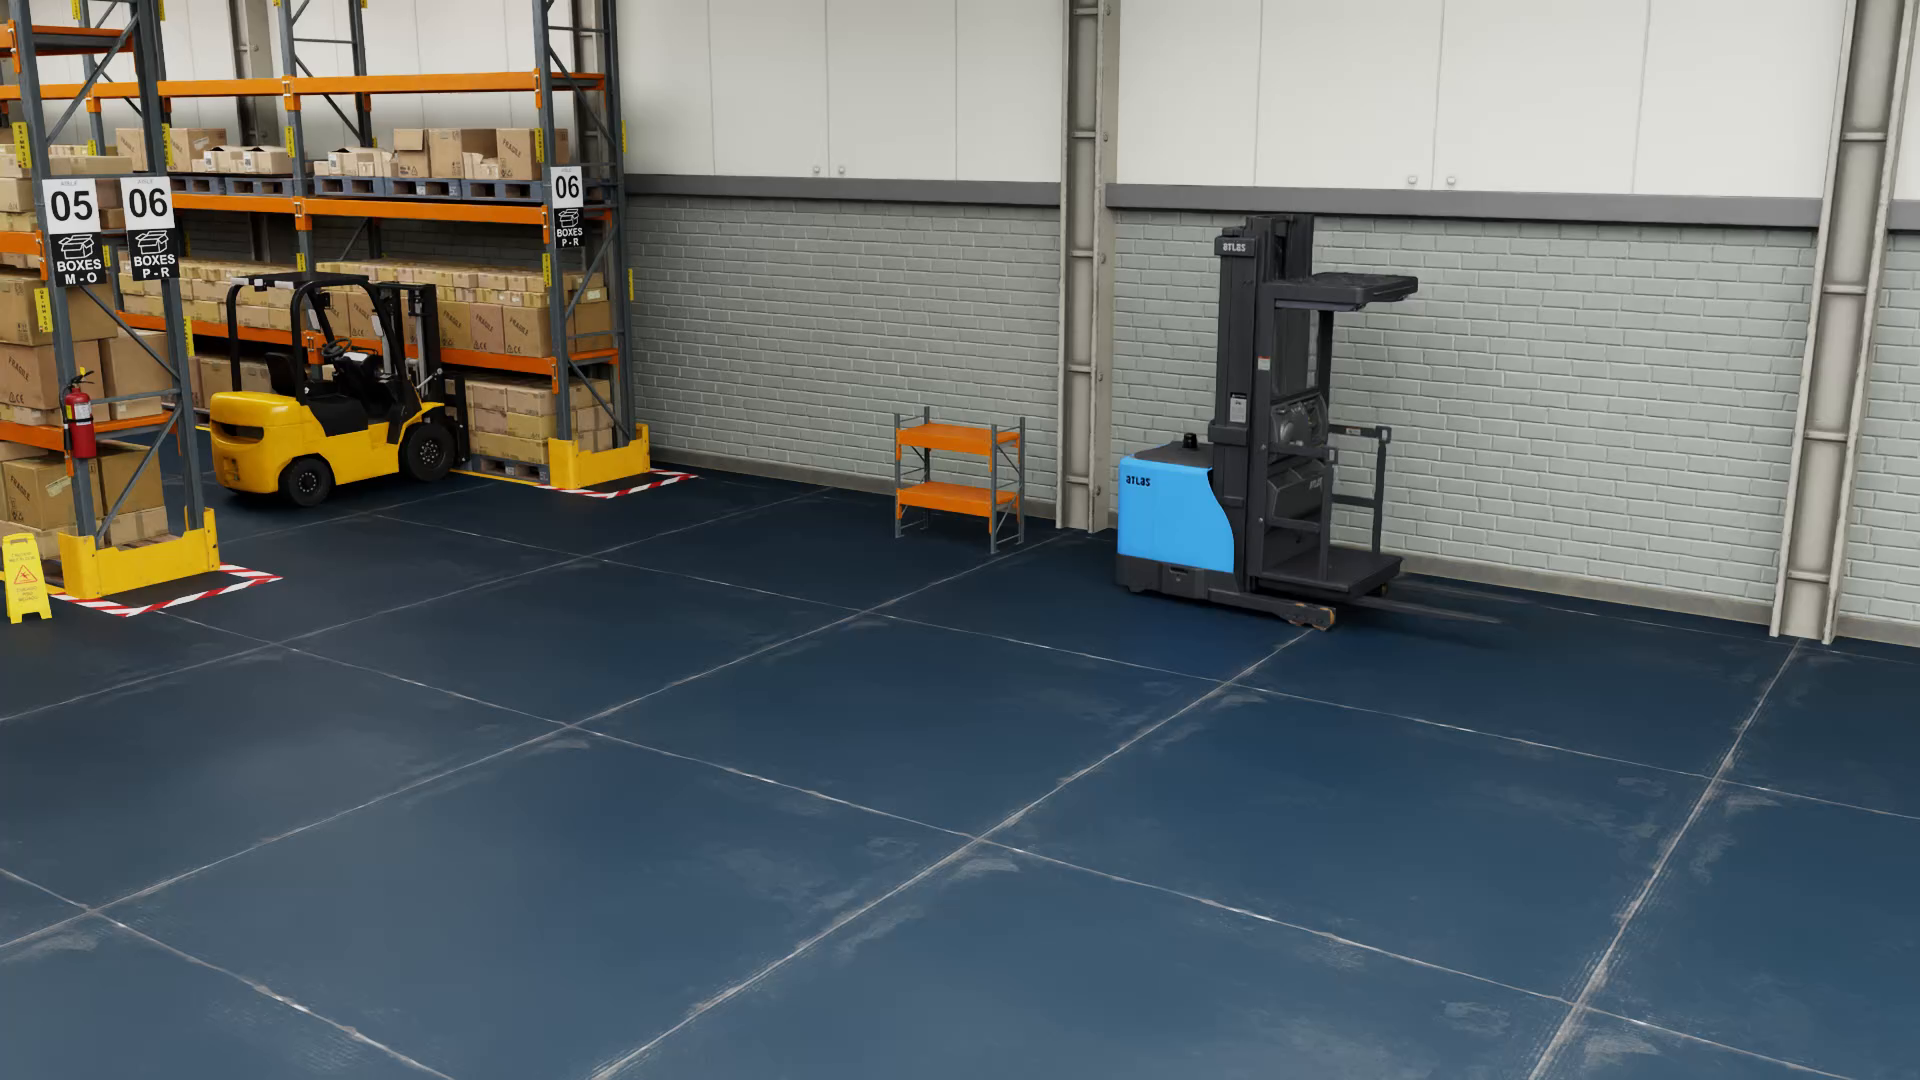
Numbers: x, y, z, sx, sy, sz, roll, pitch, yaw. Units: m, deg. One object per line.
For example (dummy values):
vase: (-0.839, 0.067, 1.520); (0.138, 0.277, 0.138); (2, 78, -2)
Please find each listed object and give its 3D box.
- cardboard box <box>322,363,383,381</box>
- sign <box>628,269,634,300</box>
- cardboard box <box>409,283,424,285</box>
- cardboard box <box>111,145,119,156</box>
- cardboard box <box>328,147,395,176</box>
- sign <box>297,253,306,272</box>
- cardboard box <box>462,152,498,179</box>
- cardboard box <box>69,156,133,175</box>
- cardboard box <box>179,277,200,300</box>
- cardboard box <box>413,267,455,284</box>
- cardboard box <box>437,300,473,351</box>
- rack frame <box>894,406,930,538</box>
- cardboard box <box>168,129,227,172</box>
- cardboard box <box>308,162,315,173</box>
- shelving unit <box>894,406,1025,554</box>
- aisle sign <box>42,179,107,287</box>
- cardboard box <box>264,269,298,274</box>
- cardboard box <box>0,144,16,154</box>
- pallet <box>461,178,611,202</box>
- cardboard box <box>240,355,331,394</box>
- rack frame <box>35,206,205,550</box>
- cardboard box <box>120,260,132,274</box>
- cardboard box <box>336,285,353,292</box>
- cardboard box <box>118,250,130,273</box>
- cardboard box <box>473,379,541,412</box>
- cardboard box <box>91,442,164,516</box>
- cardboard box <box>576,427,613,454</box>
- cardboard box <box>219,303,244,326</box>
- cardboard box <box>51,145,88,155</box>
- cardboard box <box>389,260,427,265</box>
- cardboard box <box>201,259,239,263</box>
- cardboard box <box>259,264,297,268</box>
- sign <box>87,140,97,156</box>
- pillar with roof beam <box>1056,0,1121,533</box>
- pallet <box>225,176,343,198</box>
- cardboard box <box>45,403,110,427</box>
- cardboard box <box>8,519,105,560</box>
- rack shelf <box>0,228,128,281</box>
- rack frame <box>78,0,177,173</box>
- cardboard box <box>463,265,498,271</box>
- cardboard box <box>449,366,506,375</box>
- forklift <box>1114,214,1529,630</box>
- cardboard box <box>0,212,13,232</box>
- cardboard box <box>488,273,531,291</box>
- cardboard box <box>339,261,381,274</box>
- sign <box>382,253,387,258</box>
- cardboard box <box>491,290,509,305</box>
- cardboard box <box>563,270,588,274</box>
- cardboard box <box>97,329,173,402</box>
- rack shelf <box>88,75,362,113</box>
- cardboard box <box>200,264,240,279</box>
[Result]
cardboard box: (-6.871, -1.869, 18.897); (0.500, 0.250, 0.500); (9, 16, 32)
sign: (-3.463, -2.674, 17.416); (0.005, 0.325, 0.100); (9, 17, 33)
cardboard box: (-5.707, -2.699, 17.924); (0.250, 0.149, 0.380); (9, 16, 32)
cardboard box: (-10.762, -5.044, 21.577); (0.250, 0.149, 0.380); (9, 17, 33)
cardboard box: (-6.543, -4.147, 18.193); (0.500, 0.311, 0.500); (10, 17, 34)
sign: (-7.392, -3.056, 18.681); (0.005, 0.325, 0.100); (9, 17, 33)
cardboard box: (-4.845, -3.833, 17.020); (0.258, 0.266, 0.396); (9, 17, 33)
cardboard box: (-6.726, -2.925, 13.016); (0.250, 0.149, 0.380); (9, 17, 32)
cardboard box: (-9.345, -3.099, 20.370); (0.500, 0.250, 0.500); (9, 16, 31)
cardboard box: (-5.668, -2.861, 17.960); (0.250, 0.149, 0.380); (9, 17, 33)
cardboard box: (-5.184, -2.308, 17.694); (0.500, 0.500, 0.500); (9, 16, 32)
rack frame: (-0.427, -0.615, 14.967); (0.032, 1.125, 0.500); (9, 17, 33)
cardboard box: (-9.106, -4.653, 19.844); (0.500, 0.500, 0.500); (10, 17, 34)
cardboard box: (-7.692, -4.381, 19.478); (0.250, 0.149, 0.380); (9, 17, 33)
shelving unit: (-0.006, -0.547, 14.692); (1.048, 1.125, 0.538); (9, 17, 33)
aisle sign: (-6.656, -2.311, 12.506); (0.004, 0.787, 0.394); (9, 17, 33)
cardboard box: (-7.902, -3.081, 19.469); (0.250, 0.149, 0.380); (9, 17, 33)
cardboard box: (-12.422, -5.123, 21.856); (0.250, 0.149, 0.380); (9, 17, 33)
pallet: (-4.350, -3.618, 17.140); (1.213, 0.211, 1.003); (9, 17, 33)
cardboard box: (-8.176, -1.866, 20.188); (0.625, 0.625, 0.875); (9, 17, 32)
rack frame: (-6.545, -1.115, 13.085); (0.127, 3.000, 1.000); (9, 17, 33)
cardboard box: (-10.316, -3.440, 20.920); (0.250, 0.149, 0.380); (10, 17, 34)
cardboard box: (-6.764, -2.876, 18.639); (0.250, 0.149, 0.380); (10, 17, 34)
cardboard box: (-10.756, -3.531, 21.762); (0.500, 0.500, 0.500); (10, 17, 35)
cardboard box: (-4.761, -1.527, 17.515); (0.500, 0.250, 0.500); (10, 17, 34)
cardboard box: (-7.080, -0.515, 13.947); (0.500, 0.500, 0.500); (9, 16, 31)
cardboard box: (-4.076, -1.079, 17.789); (0.500, 0.250, 0.500); (9, 17, 33)
cardboard box: (-8.476, -2.723, 19.894); (0.500, 0.250, 0.500); (9, 17, 33)
cardboard box: (-11.462, -5.011, 21.444); (0.250, 0.149, 0.380); (9, 16, 32)
cardboard box: (-6.251, -3.092, 18.895); (0.250, 0.149, 0.380); (9, 17, 32)
cardboard box: (-9.330, -3.460, 20.998); (0.250, 0.149, 0.380); (9, 16, 32)
cardboard box: (-8.297, -3.277, 20.259); (0.250, 0.149, 0.380); (9, 17, 32)
sign: (-10.721, -4.777, 20.561); (0.005, 0.325, 0.100); (9, 17, 33)
pillar with roof beam: (-1.277, -3.627, 10.750); (0.400, 9.000, 9.100); (9, 17, 33)
pallet: (-7.836, -4.121, 19.382); (1.217, 0.209, 0.805); (8, 16, 31)
cardboard box: (-6.975, -1.001, 13.146); (0.250, 0.149, 0.380); (10, 17, 35)
cardboard box: (-7.386, -0.042, 13.600); (0.500, 0.250, 0.500); (9, 17, 33)
rack shelf: (-8.205, -2.490, 13.895); (4.000, 0.370, 1.077); (9, 17, 33)
rack frame: (-10.416, -6.090, 20.699); (0.127, 3.000, 1.000); (9, 17, 33)
cardboard box: (-5.205, -2.914, 18.175); (0.250, 0.149, 0.380); (9, 17, 33)
cardboard box: (-5.318, -1.768, 18.489); (0.500, 0.250, 0.500); (9, 16, 32)
forklift: (2.719, -0.908, 12.392); (3.031, 2.935, 1.130); (10, 17, 35)
cardboard box: (-7.222, -2.468, 12.832); (0.250, 0.149, 0.380); (9, 17, 33)
cardboard box: (-4.647, -2.676, 17.213); (0.250, 0.149, 0.380); (10, 17, 34)
cardboard box: (-6.721, -3.034, 18.660); (0.250, 0.149, 0.380); (9, 17, 34)
sign: (-6.789, -3.211, 19.587); (0.005, 0.325, 0.100); (9, 17, 33)
cardboard box: (-4.632, -2.535, 17.262); (0.250, 0.149, 0.380); (10, 17, 34)
cardboard box: (-4.123, -2.749, 17.508); (0.250, 0.149, 0.380); (10, 17, 35)
cardboard box: (-6.783, -1.427, 13.518); (0.500, 0.500, 0.500); (9, 16, 32)
rack shelf: (-8.757, -5.279, 19.750); (4.000, 0.370, 1.077); (9, 17, 33)
cardboard box: (-8.969, -3.253, 20.166); (0.250, 0.149, 0.380); (9, 17, 33)
